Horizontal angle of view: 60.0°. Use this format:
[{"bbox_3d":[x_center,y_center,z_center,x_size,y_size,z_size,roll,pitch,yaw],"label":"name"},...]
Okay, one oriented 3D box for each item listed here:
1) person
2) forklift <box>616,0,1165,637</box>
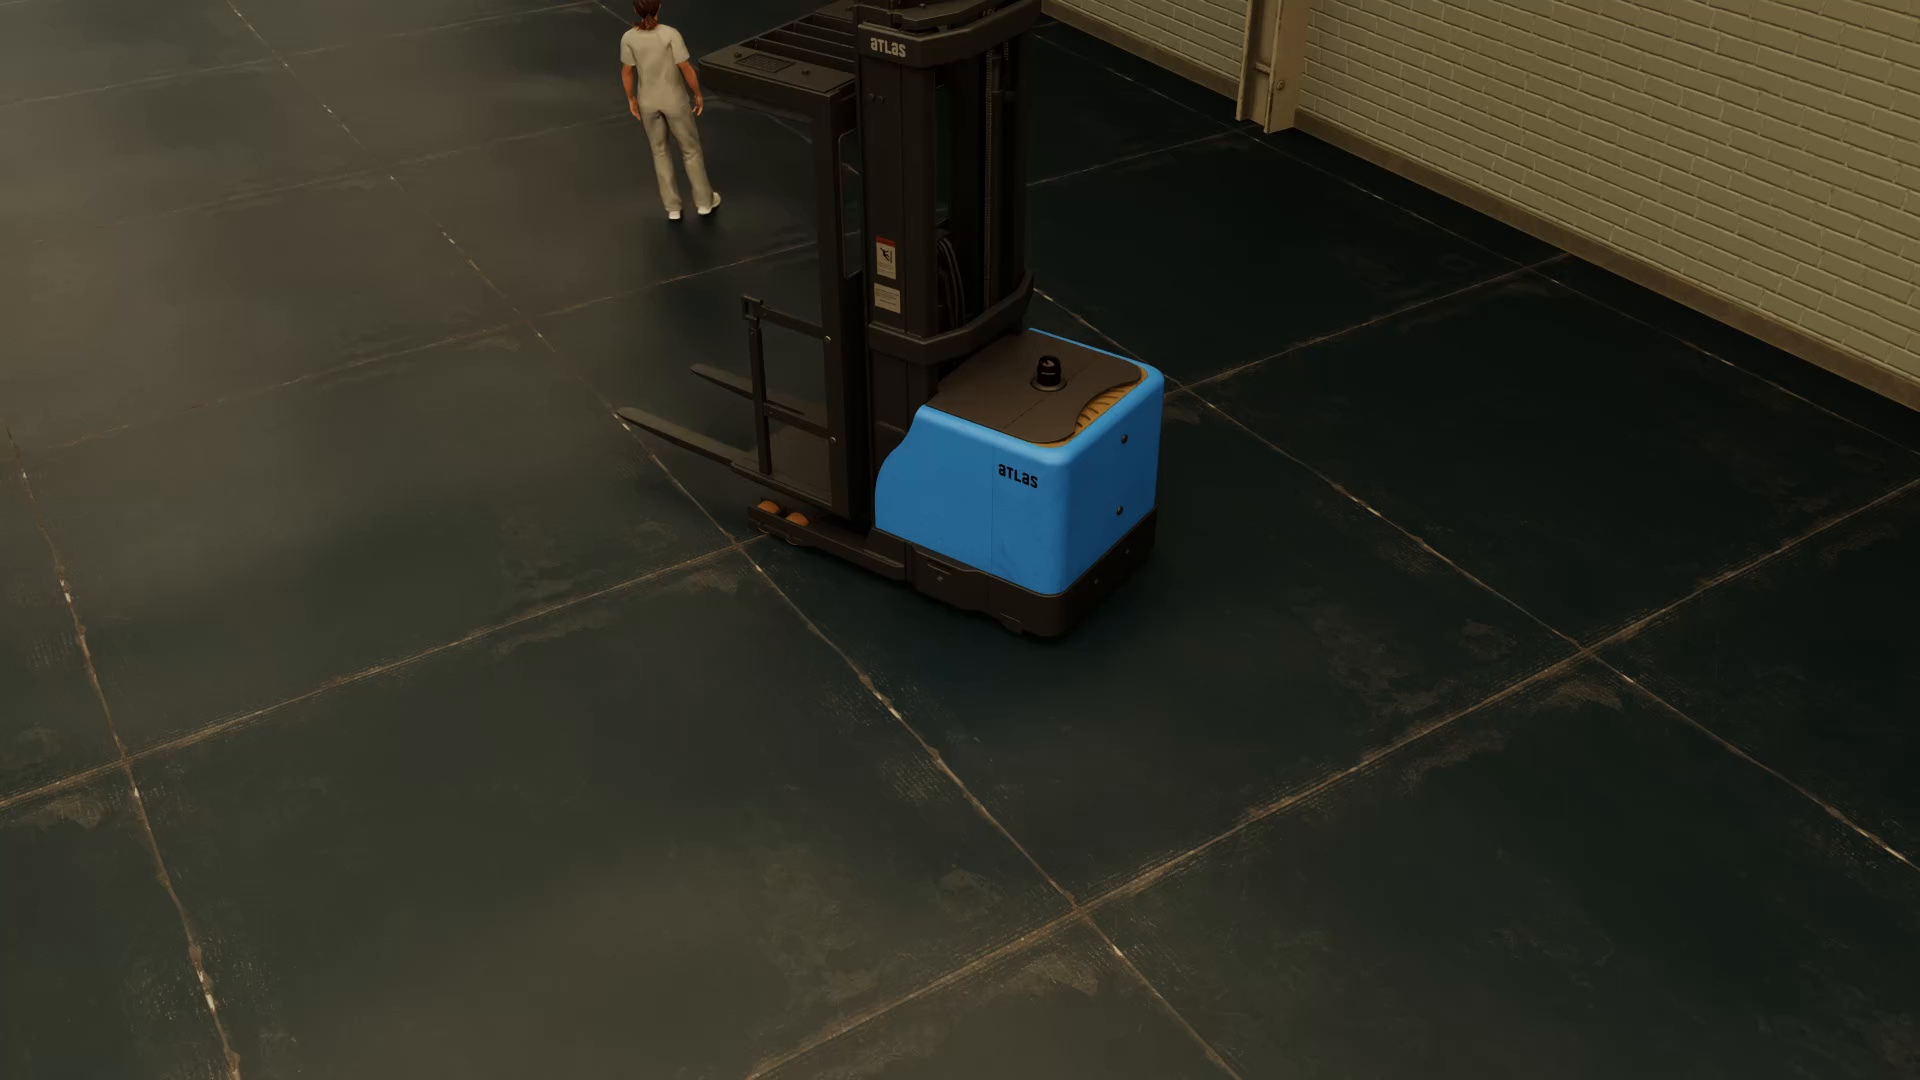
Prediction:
[{"bbox_3d":[-2.040,-3.052,11.576,0.542,1.676,0.543,2,35,3],"label":"person"},{"bbox_3d":[-0.500,-1.399,8.138,3.031,2.935,1.130,22,41,28],"label":"forklift"}]
